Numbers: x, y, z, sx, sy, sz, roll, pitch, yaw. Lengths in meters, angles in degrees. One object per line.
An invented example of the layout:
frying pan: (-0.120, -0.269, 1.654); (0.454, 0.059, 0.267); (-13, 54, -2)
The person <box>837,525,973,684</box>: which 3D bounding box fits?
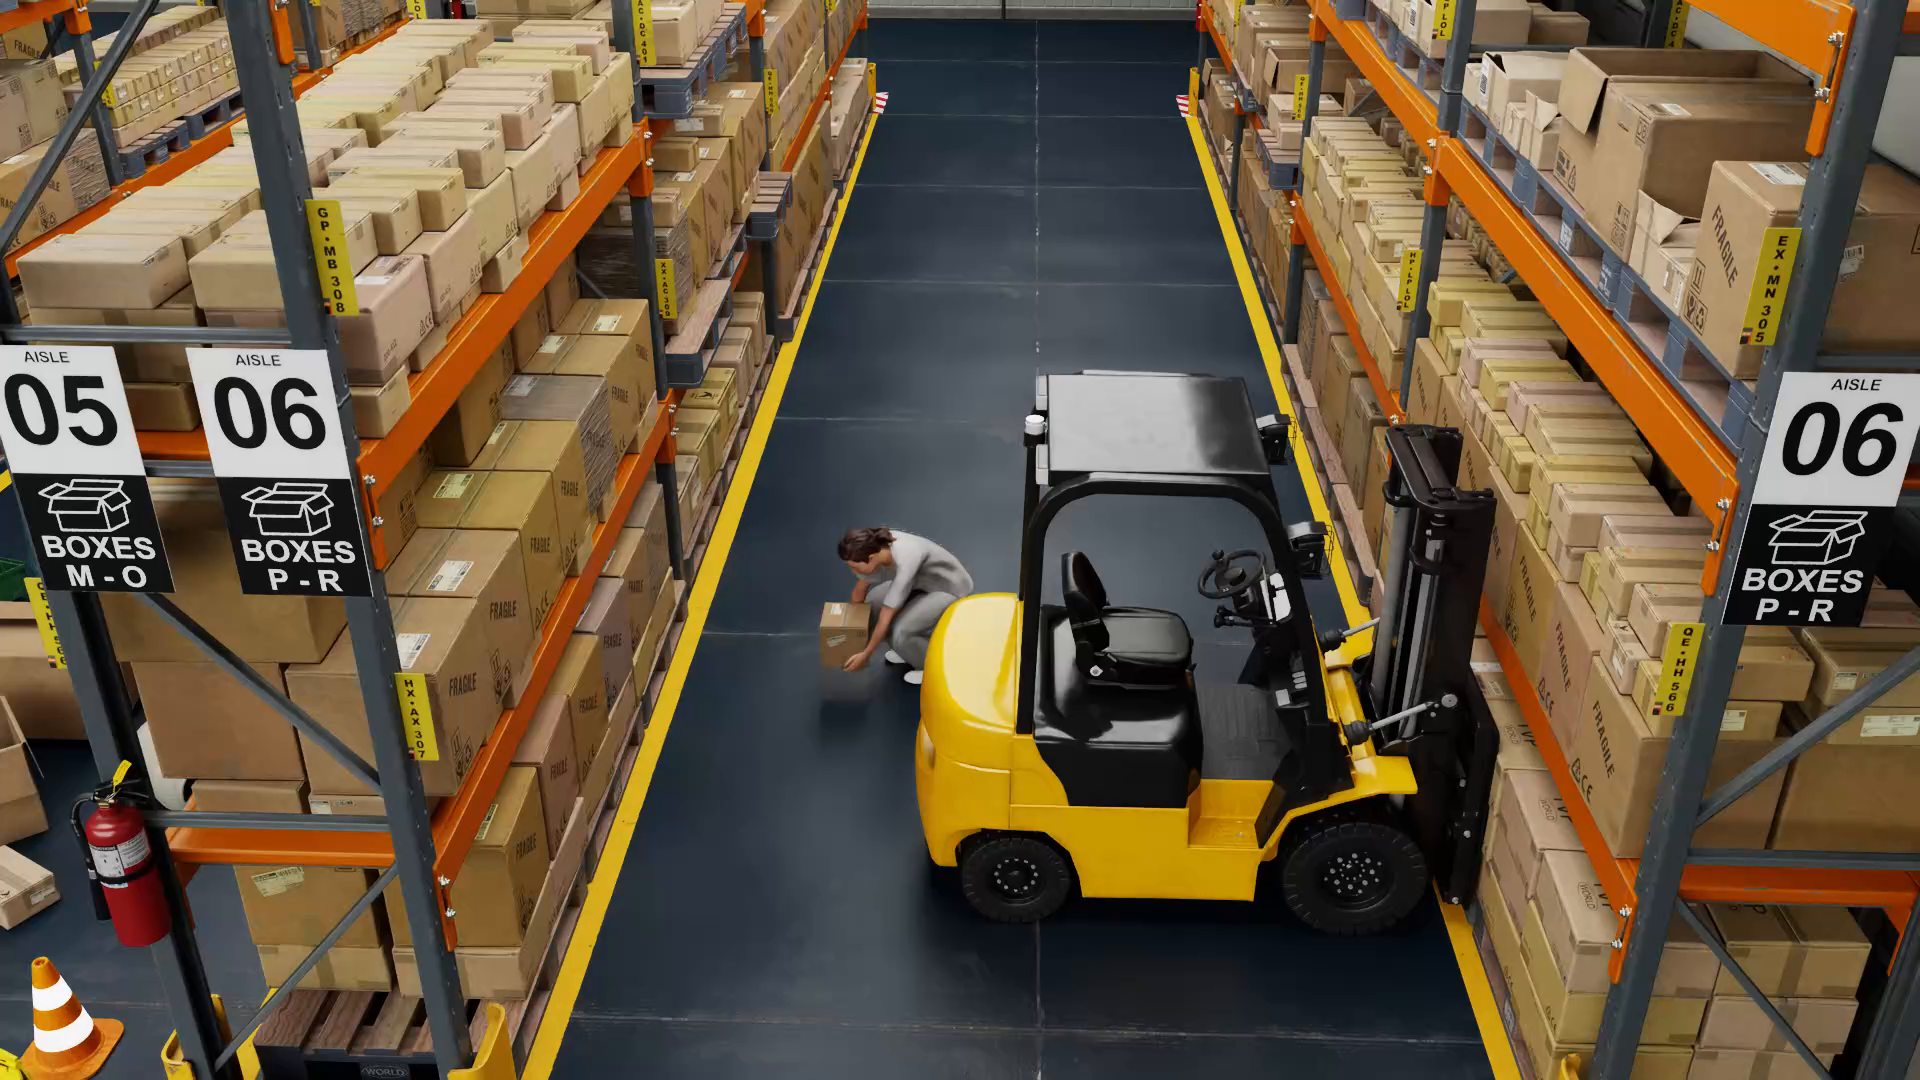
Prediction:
person: (-0.310, 0.303, 8.813); (0.797, 0.966, 0.487); (-14, 31, -24)
